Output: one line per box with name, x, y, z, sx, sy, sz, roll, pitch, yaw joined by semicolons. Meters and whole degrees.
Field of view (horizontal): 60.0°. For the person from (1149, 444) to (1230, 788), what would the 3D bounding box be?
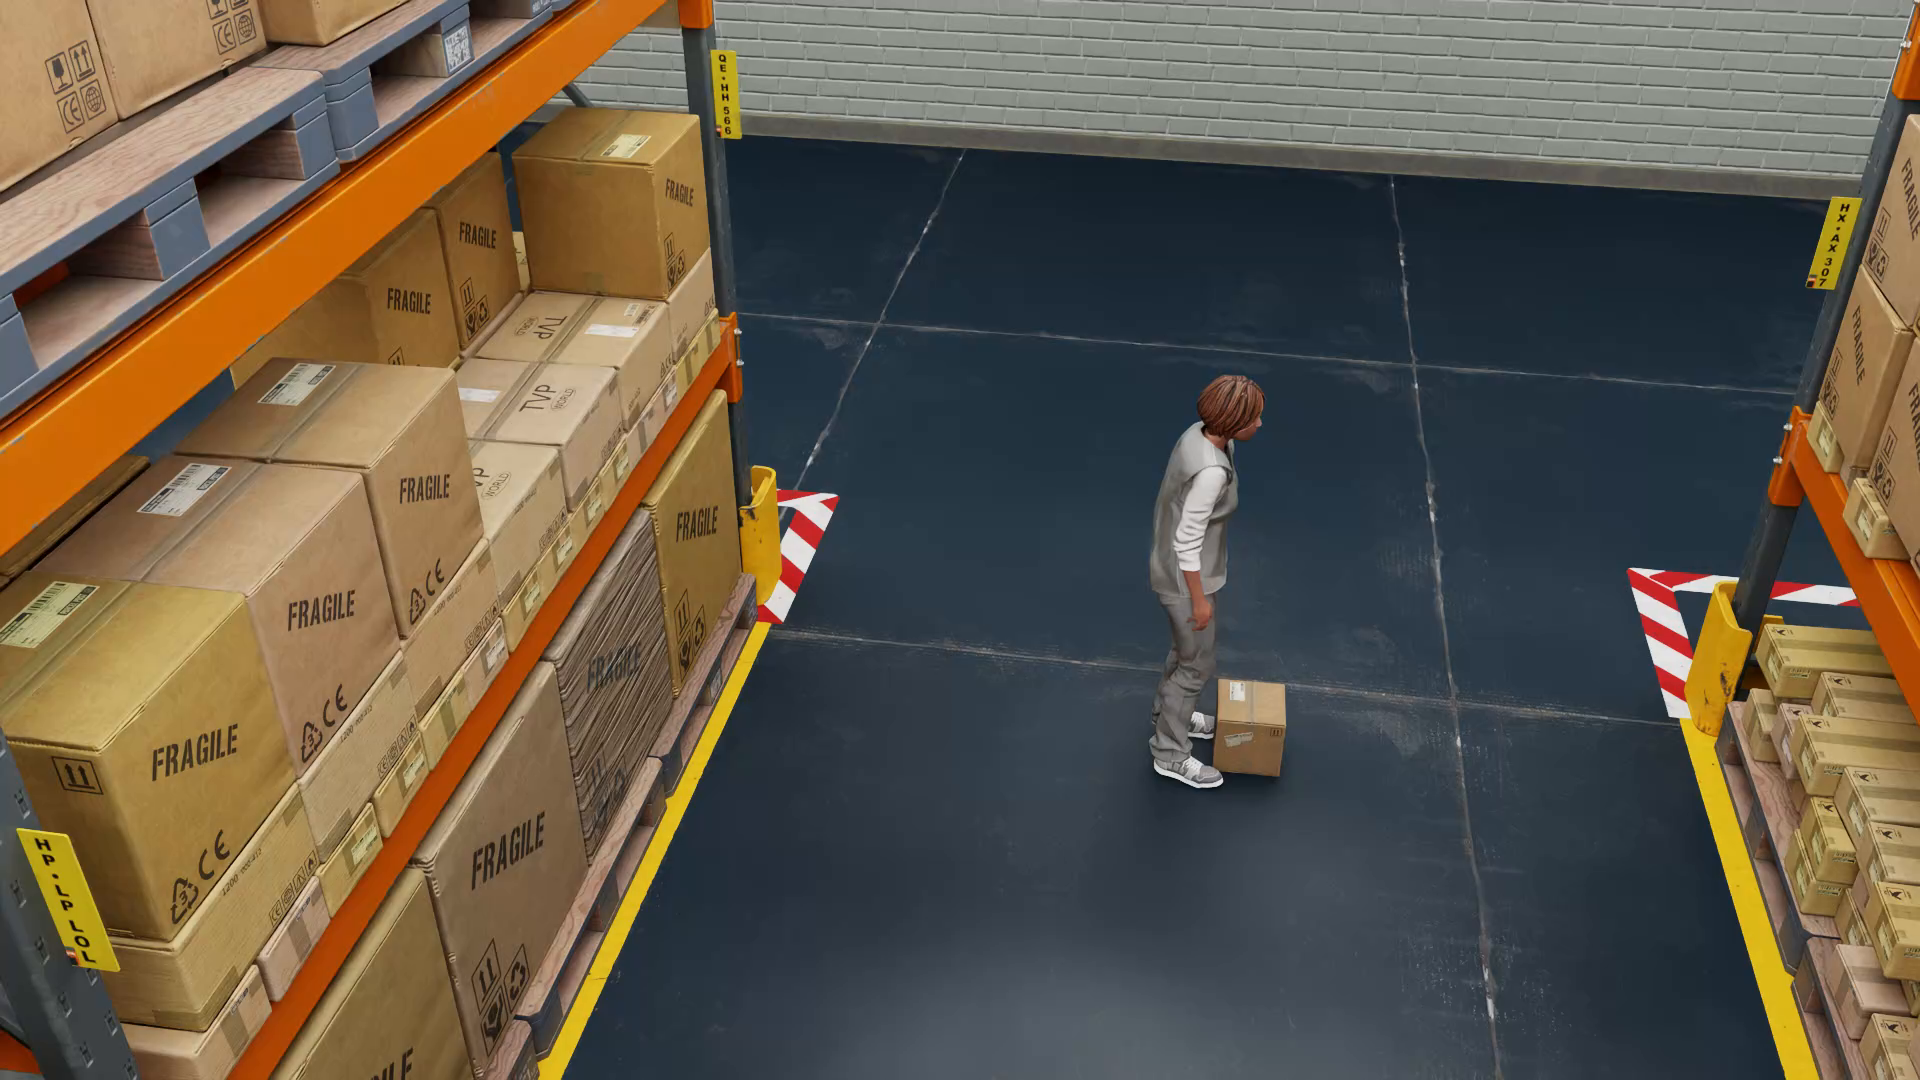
person;0.851;0.232;6.012;0.323;1.352;0.459;5;33;8
